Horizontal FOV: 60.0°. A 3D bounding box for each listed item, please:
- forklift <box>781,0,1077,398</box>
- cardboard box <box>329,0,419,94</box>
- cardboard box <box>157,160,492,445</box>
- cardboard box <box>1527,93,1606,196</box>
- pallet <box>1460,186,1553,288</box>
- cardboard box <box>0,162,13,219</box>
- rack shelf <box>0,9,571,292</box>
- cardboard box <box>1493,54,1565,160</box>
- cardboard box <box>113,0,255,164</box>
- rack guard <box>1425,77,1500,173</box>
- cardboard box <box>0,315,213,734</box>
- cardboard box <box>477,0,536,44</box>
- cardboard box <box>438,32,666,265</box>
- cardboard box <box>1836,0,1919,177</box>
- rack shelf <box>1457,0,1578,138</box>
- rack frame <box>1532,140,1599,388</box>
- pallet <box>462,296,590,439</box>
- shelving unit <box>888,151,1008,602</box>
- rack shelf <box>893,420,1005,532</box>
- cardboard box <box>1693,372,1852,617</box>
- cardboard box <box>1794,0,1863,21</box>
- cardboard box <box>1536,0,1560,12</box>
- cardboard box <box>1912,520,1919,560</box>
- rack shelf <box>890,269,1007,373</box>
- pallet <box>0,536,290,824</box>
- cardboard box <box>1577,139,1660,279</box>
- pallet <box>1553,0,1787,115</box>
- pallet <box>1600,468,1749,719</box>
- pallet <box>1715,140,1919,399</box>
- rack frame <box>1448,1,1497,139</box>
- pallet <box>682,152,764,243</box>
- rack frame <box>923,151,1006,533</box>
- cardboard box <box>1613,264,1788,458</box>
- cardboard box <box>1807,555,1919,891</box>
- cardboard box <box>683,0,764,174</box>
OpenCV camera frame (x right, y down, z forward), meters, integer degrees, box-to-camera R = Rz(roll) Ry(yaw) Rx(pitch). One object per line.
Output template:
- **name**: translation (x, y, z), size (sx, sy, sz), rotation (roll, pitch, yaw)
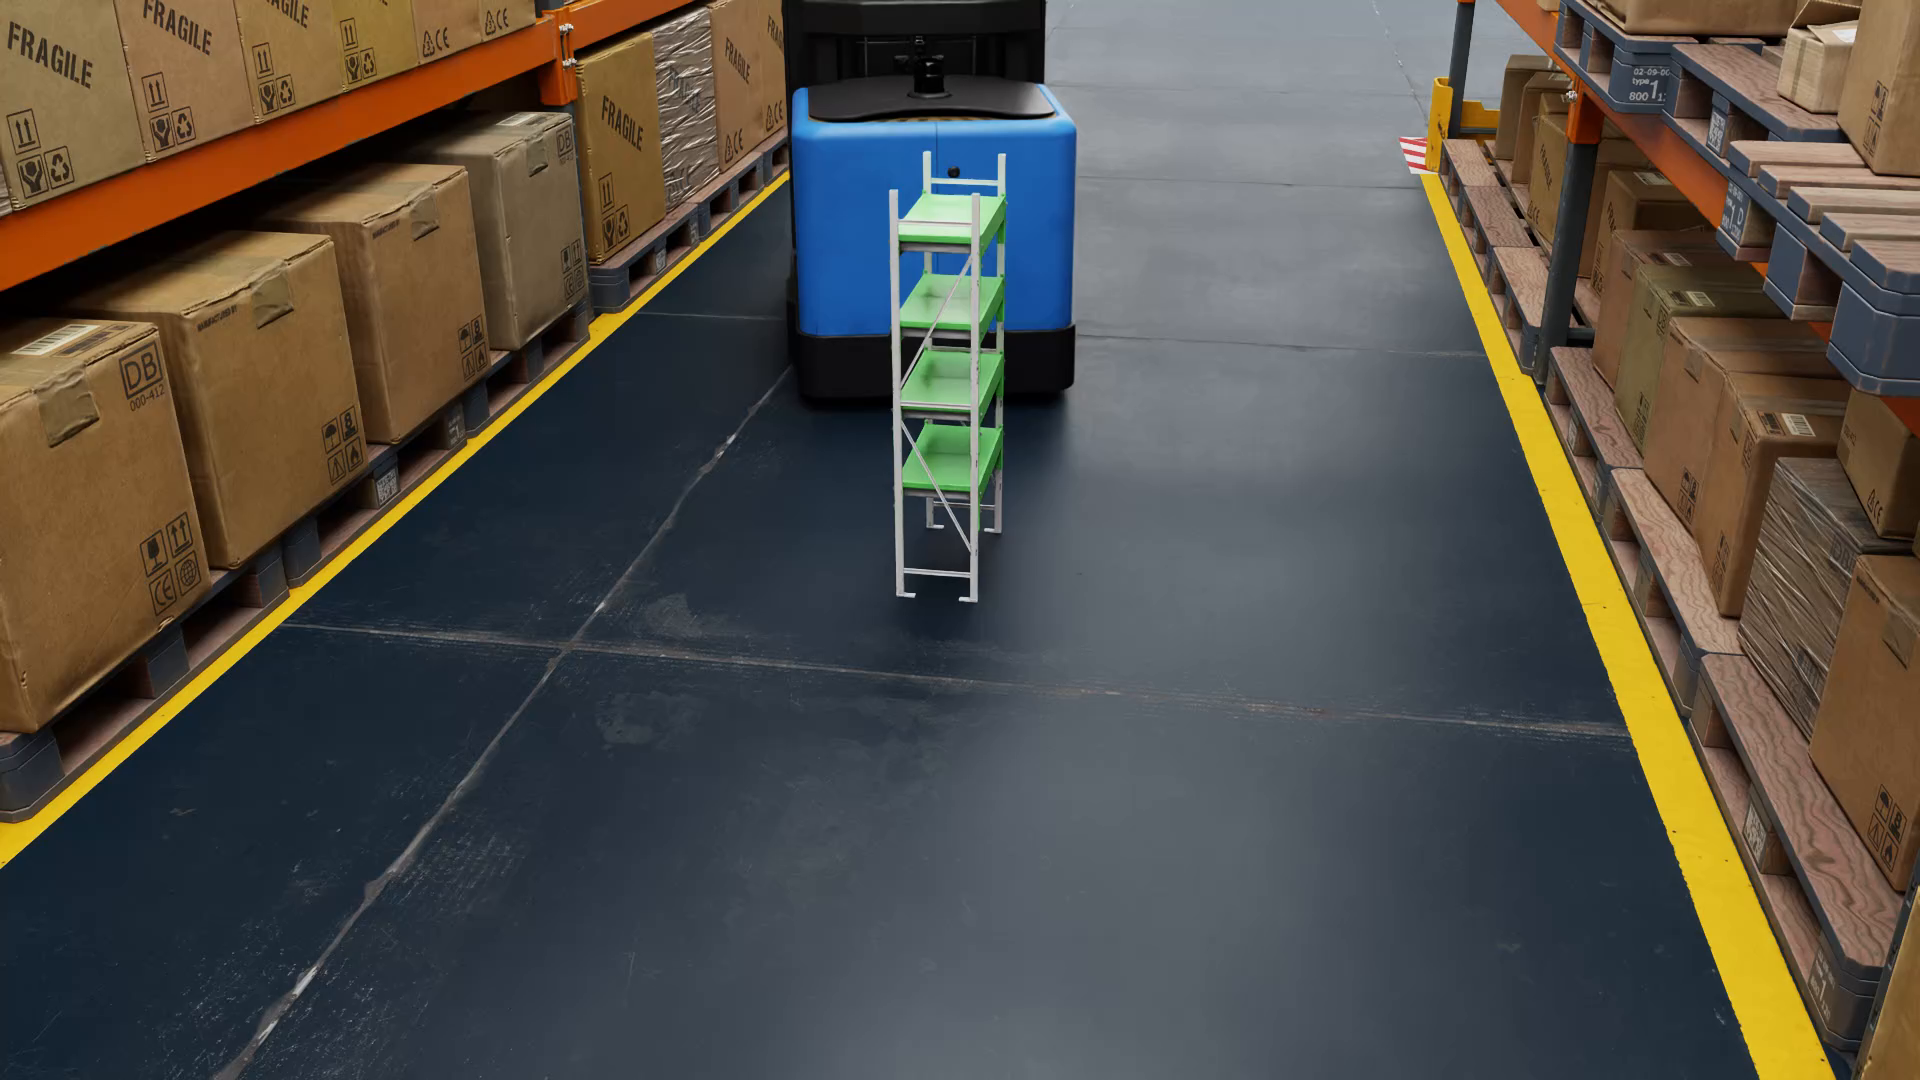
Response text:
- **forklift**: translation (-0.212, -2.446, 7.018), size (1.130, 2.935, 3.031), rotation (-2, 25, -5)
- **cardboard box**: translation (-2.095, -1.720, 5.269), size (0.500, 0.500, 0.500), rotation (4, 25, 9)
- **cardboard box**: translation (-2.283, -0.837, 5.658), size (1.050, 0.750, 0.750), rotation (4, 25, 9)
- **cardboard box**: translation (3.118, -1.907, 8.239), size (0.500, 0.500, 0.500), rotation (6, 26, 13)
- **pallet**: translation (3.040, -1.481, 8.165), size (1.003, 0.211, 1.213), rotation (4, 25, 9)
- **cardboard box**: translation (-2.423, -0.876, 3.465), size (0.500, 0.500, 0.500), rotation (4, 25, 9)
- **rack shelf**: translation (-2.435, -1.172, 5.065), size (1.077, 0.370, 4.000), rotation (4, 25, 9)
- **cardboard box**: translation (3.303, -2.420, 9.334), size (0.500, 0.500, 0.500), rotation (9, 27, 18)
- **cardboard box**: translation (-2.259, -1.300, 4.371), size (0.500, 0.500, 0.500), rotation (4, 25, 8)
- **rack guard**: translation (3.409, -2.458, 9.911), size (1.175, 0.500, 0.348), rotation (4, 25, 9)
- **cardboard box**: translation (-2.574, -0.081, 4.044), size (1.050, 0.750, 0.750), rotation (4, 25, 8)
- **cardboard box**: translation (-1.930, -2.143, 6.172), size (0.500, 0.500, 0.500), rotation (4, 25, 8)
- **cardboard box**: translation (-1.937, -1.821, 7.612), size (0.875, 0.875, 0.875), rotation (4, 25, 9)
- **cardboard box**: translation (2.156, -0.980, 3.193), size (0.700, 0.500, 0.500), rotation (8, 26, 16)
- **rack shelf**: translation (3.095, -2.459, 7.815), size (1.077, 0.370, 4.000), rotation (4, 25, 9)
- **rack frame**: translation (2.768, -1.949, 5.875), size (1.000, 3.000, 0.127), rotation (4, 25, 9)
- **pallet**: translation (-2.160, -0.744, 6.590), size (1.003, 0.211, 1.213), rotation (4, 25, 9)
- **shelving unit**: translation (-0.027, -0.474, 4.848), size (0.258, 1.200, 0.503), rotation (4, 25, 9)
- **rack shelf**: translation (-0.027, -0.199, 4.977), size (0.258, 0.148, 0.480), rotation (4, 25, 9)
- **cardboard box**: translation (2.368, -0.095, 4.344), size (0.700, 0.500, 0.500), rotation (6, 26, 13)
- **cardboard box**: translation (2.576, -1.454, 4.201), size (0.797, 0.503, 0.637), rotation (7, 26, 14)
- **cardboard box**: translation (2.595, -2.262, 6.840), size (0.380, 0.149, 0.250), rotation (4, 25, 9)
- **cardboard box**: translation (2.194, 0.035, 3.182), size (0.500, 0.250, 0.500), rotation (5, 26, 11)
- **rack shelf**: translation (-0.027, -0.634, 4.773), size (0.258, 0.148, 0.480), rotation (4, 25, 9)
- **pallet**: translation (-2.559, 0.277, 4.410), size (1.003, 0.211, 1.213), rotation (4, 25, 9)
- **cardboard box**: translation (2.959, -1.411, 7.180), size (0.500, 0.500, 0.500), rotation (13, 28, 25)
- **pallet**: translation (2.500, -1.552, 5.254), size (1.003, 0.211, 1.213), rotation (4, 25, 9)
- **pallet**: translation (2.445, 0.152, 4.677), size (1.003, 0.211, 1.213), rotation (4, 25, 9)
- **pallet**: translation (2.126, -0.494, 2.994), size (1.213, 0.211, 1.003), rotation (4, 25, 9)
- **rack frame**: translation (3.422, -3.622, 9.449), size (1.000, 3.000, 0.127), rotation (4, 25, 9)
- **pallet**: translation (-1.710, -1.896, 9.052), size (1.003, 0.211, 1.213), rotation (4, 25, 9)
- **rack frame**: translation (0.013, -0.576, 5.066), size (0.240, 1.200, 0.015), rotation (4, 25, 9)
- **cardboard box**: translation (2.550, -0.562, 5.343), size (0.700, 0.500, 0.500), rotation (4, 25, 8)
- **cardboard box**: translation (2.204, 0.375, 3.339), size (0.700, 0.500, 0.500), rotation (3, 25, 6)
- **cardboard box**: translation (-1.642, -2.579, 9.233), size (0.875, 0.875, 0.875), rotation (4, 25, 8)
